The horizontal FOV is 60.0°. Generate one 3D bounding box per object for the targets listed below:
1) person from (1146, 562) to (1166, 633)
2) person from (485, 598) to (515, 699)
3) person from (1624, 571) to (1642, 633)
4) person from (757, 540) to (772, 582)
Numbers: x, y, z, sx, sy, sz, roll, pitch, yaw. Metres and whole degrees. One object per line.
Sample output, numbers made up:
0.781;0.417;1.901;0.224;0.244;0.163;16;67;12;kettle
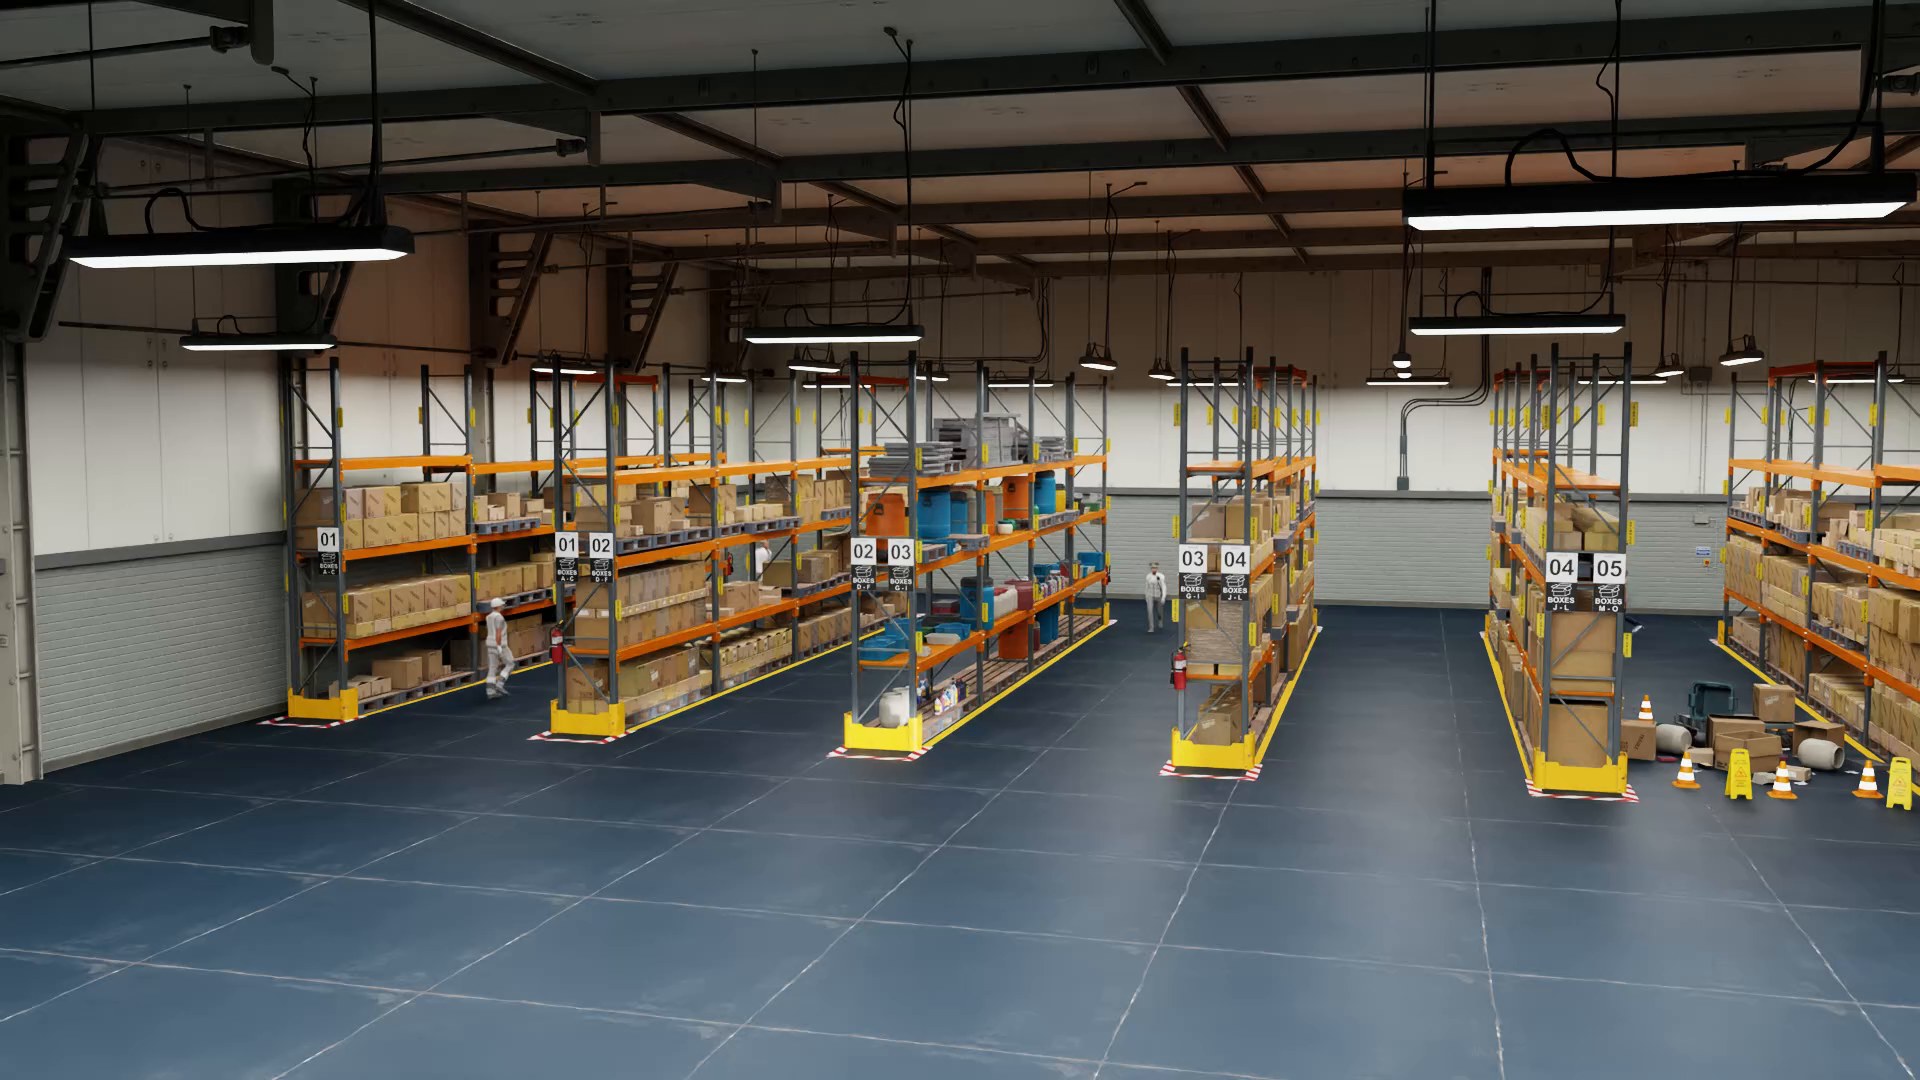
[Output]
4.589;1.315;38.895;0.487;1.634;0.871;1;4;13;person
-8.286;1.918;29.712;0.546;1.772;0.495;2;5;29;person
15.171;1.416;38.026;0.847;1.560;0.396;1;4;19;person
-5.203;0.865;43.988;0.566;1.777;0.601;1;4;14;person
